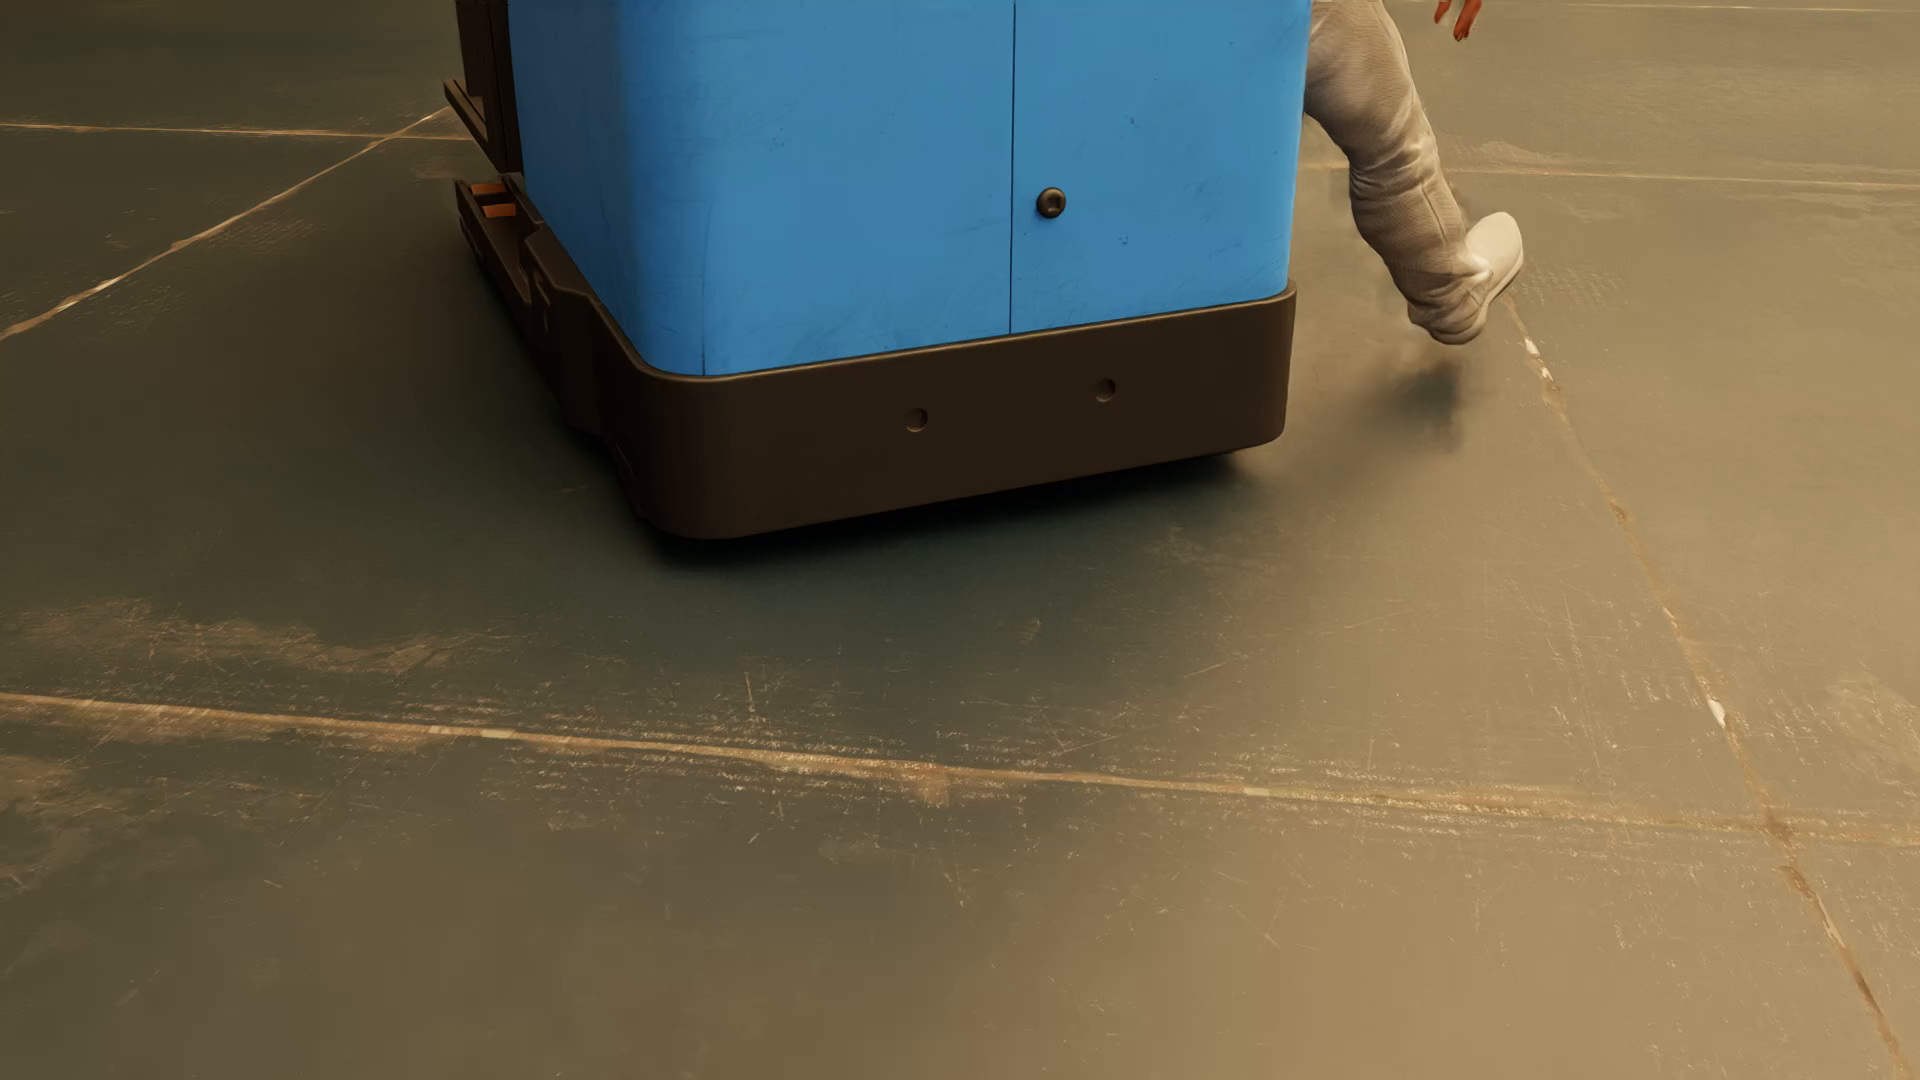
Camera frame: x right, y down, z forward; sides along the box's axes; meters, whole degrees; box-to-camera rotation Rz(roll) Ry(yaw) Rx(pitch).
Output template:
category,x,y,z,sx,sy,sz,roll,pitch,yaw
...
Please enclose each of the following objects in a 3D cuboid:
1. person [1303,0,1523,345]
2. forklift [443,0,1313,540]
category,x,y,z,sx,sy,sz,roll,pitch,yaw
person,0.511,-1.077,2.855,0.970,1.551,0.965,20,33,35
forklift,-0.505,-1.946,3.118,1.130,2.935,3.031,-11,28,-20
